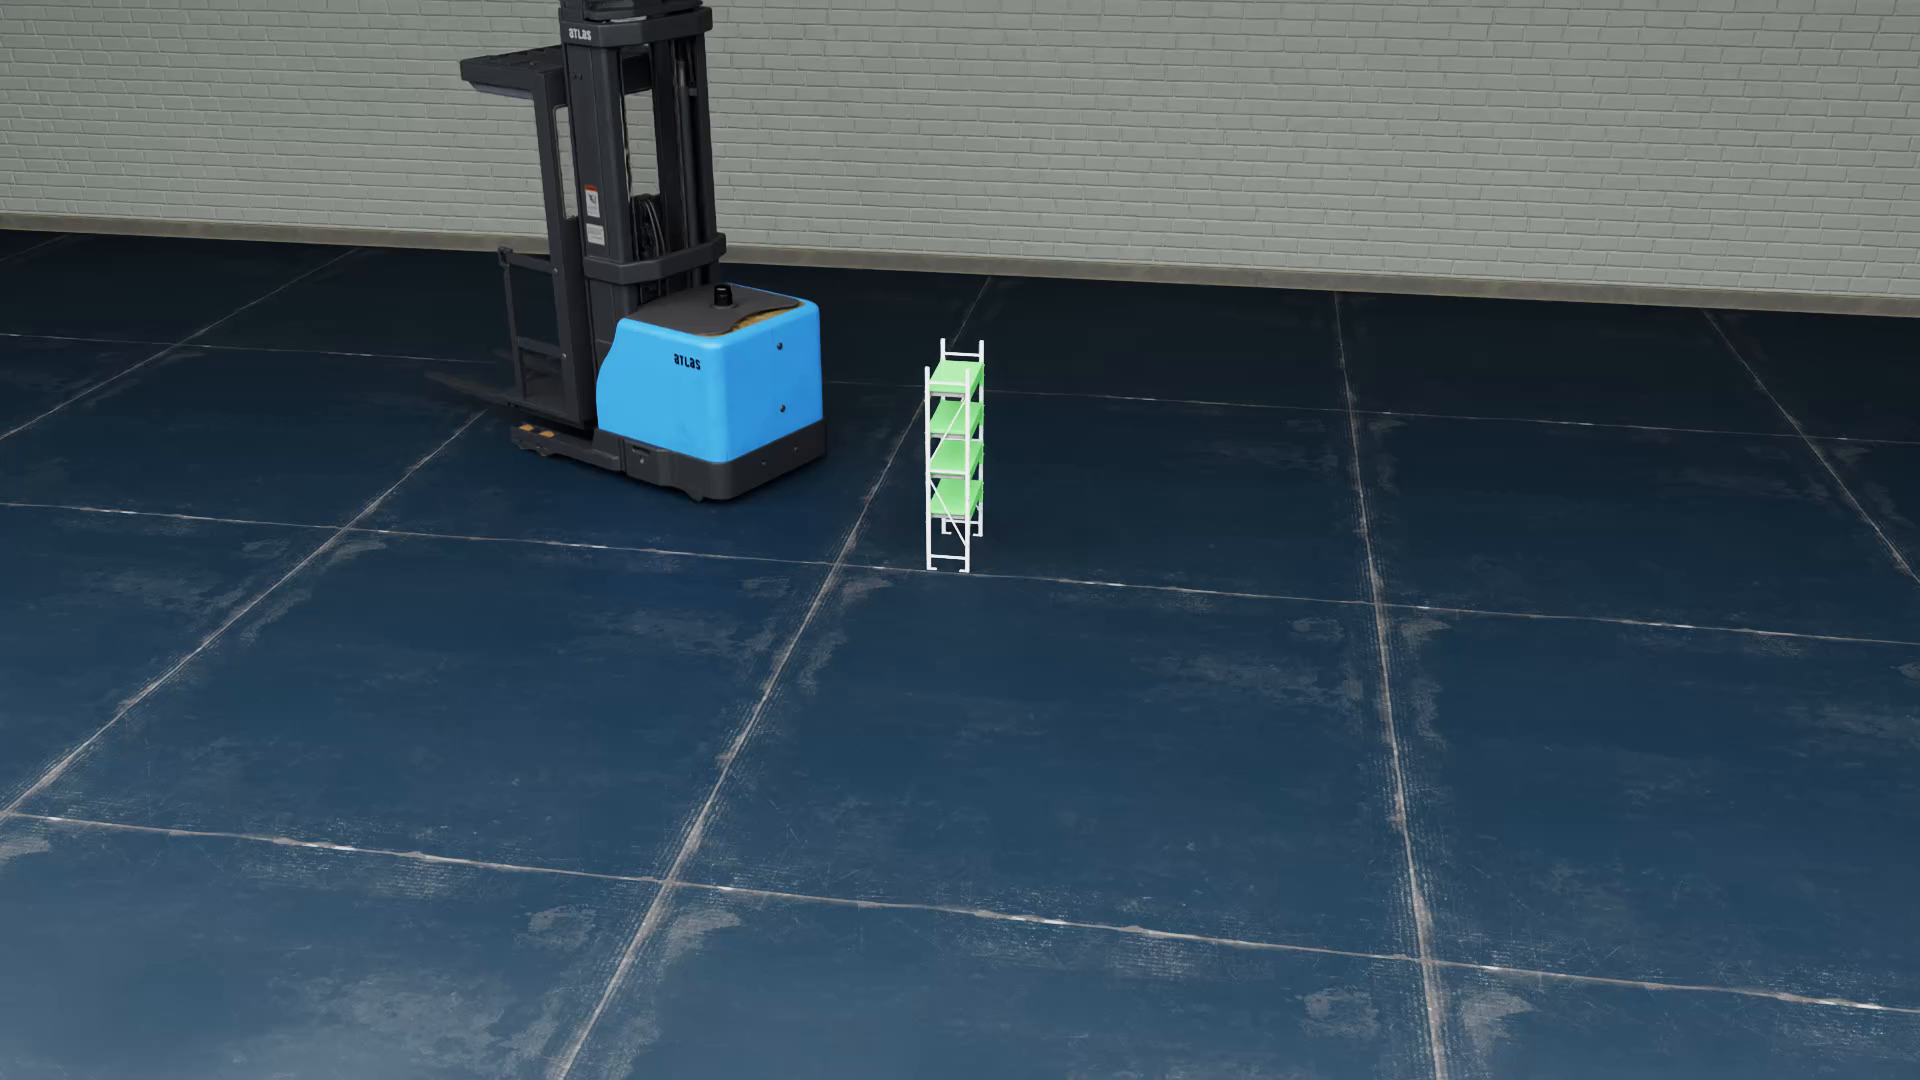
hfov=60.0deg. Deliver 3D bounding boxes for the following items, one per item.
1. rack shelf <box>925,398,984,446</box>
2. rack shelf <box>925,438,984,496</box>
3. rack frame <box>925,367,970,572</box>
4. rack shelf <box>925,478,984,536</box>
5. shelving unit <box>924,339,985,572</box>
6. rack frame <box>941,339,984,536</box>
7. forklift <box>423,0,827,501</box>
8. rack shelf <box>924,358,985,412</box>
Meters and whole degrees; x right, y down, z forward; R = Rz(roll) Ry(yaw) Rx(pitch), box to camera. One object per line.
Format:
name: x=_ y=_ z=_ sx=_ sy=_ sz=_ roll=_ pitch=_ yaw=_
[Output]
rack shelf: x=-0.027 y=-0.634 z=9.273 sx=0.258 sy=0.148 sz=0.480 roll=4 pitch=25 yaw=9
rack shelf: x=-0.027 y=-0.416 z=9.375 sx=0.258 sy=0.148 sz=0.480 roll=4 pitch=25 yaw=9
rack frame: x=-0.067 y=-0.372 z=9.130 sx=0.240 sy=1.200 sz=0.015 roll=4 pitch=25 yaw=9
rack shelf: x=-0.027 y=-0.199 z=9.477 sx=0.258 sy=0.148 sz=0.480 roll=4 pitch=25 yaw=9
shelving unit: x=-0.027 y=-0.474 z=9.348 sx=0.258 sy=1.200 sz=0.503 roll=4 pitch=25 yaw=9
rack frame: x=0.013 y=-0.576 z=9.566 sx=0.240 sy=1.200 sz=0.015 roll=4 pitch=25 yaw=9
forklift: x=-2.361 y=-2.040 z=10.650 sx=3.031 sy=2.935 sz=1.130 roll=17 pitch=30 yaw=32
rack shelf: x=-0.027 y=-0.851 z=9.171 sx=0.258 sy=0.148 sz=0.480 roll=4 pitch=25 yaw=9
